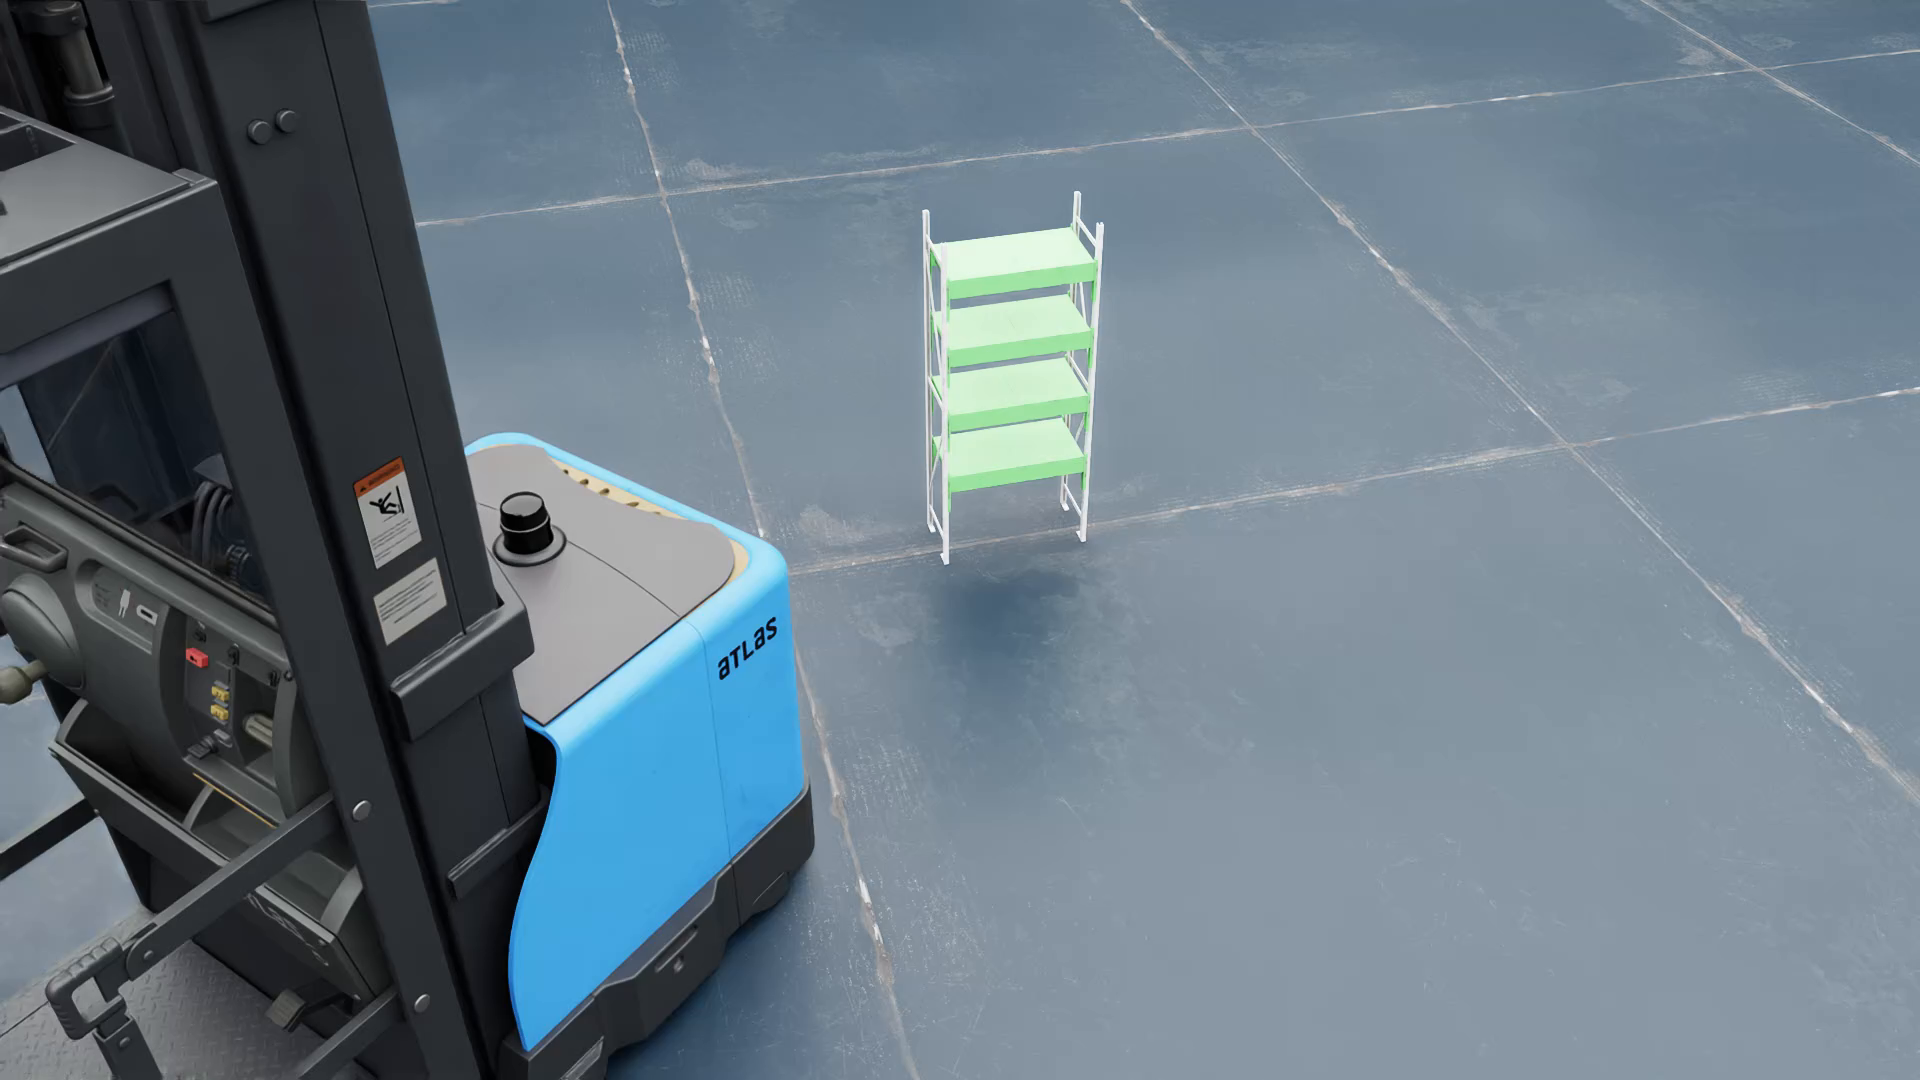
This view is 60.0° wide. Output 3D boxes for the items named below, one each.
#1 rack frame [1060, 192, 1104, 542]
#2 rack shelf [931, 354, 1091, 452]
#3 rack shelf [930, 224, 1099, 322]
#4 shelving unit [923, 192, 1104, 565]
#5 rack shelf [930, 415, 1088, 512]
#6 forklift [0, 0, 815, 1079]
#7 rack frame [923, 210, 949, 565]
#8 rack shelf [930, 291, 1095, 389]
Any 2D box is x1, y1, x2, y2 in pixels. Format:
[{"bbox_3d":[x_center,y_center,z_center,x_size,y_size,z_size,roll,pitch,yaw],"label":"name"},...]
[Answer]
[{"bbox_3d":[0.395,-0.541,5.470,0.015,1.200,0.240,-9,38,-12],"label":"rack frame"},{"bbox_3d":[0.160,-0.452,5.459,0.480,0.148,0.258,-9,38,-12],"label":"rack shelf"},{"bbox_3d":[0.160,-0.833,5.167,0.480,0.148,0.258,-9,38,-12],"label":"rack shelf"},{"bbox_3d":[0.160,-0.503,5.420,0.503,1.200,0.258,-9,38,-12],"label":"shelving unit"},{"bbox_3d":[0.160,-0.261,5.604,0.480,0.148,0.258,-9,38,-12],"label":"rack shelf"},{"bbox_3d":[-1.648,0.283,2.967,1.130,2.935,3.031,23,43,27],"label":"forklift"},{"bbox_3d":[-0.076,-0.464,5.369,0.015,1.200,0.240,-9,38,-12],"label":"rack frame"},{"bbox_3d":[0.160,-0.643,5.313,0.480,0.148,0.258,-9,38,-12],"label":"rack shelf"}]
